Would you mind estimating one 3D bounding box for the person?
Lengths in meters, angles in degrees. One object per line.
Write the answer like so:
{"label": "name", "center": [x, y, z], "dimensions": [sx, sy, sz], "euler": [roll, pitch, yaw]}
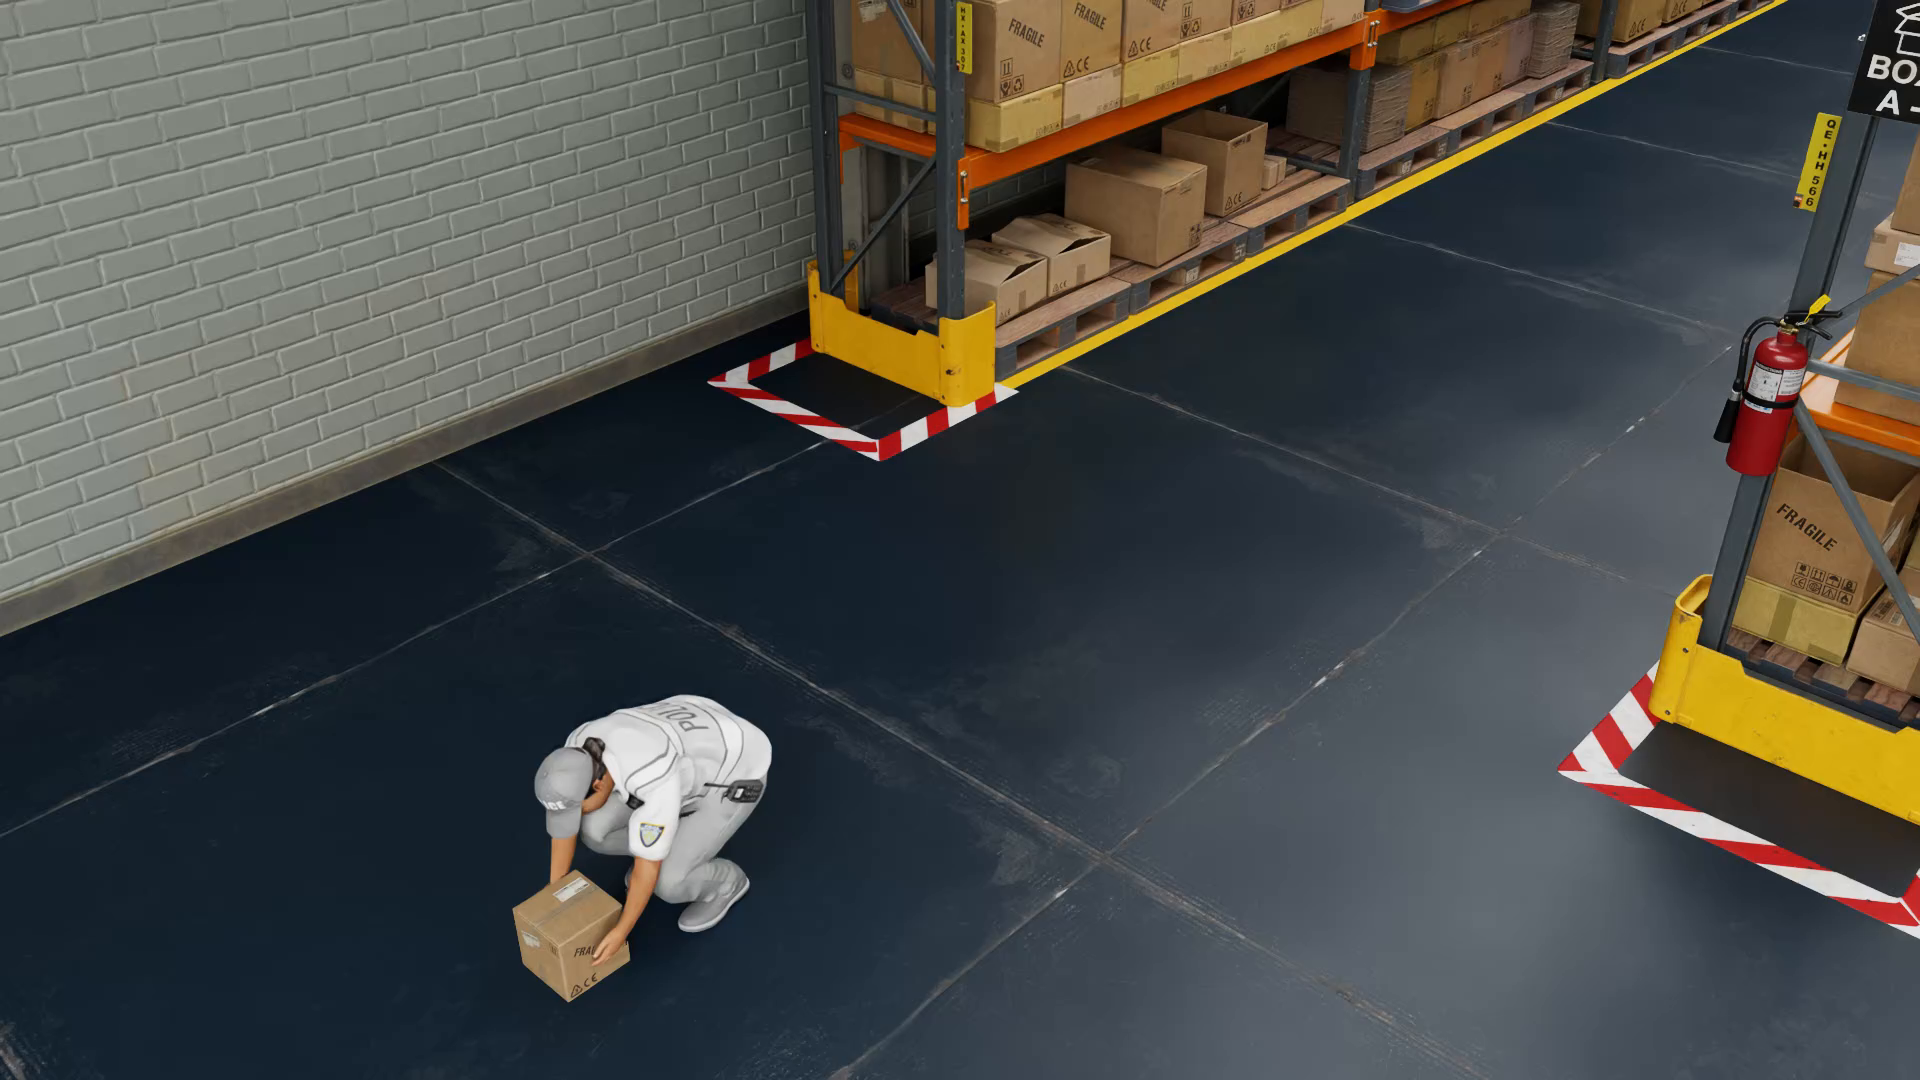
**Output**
{"label": "person", "center": [-1.005, 0.878, 5.449], "dimensions": [0.522, 0.890, 0.861], "euler": [25, 40, 35]}
